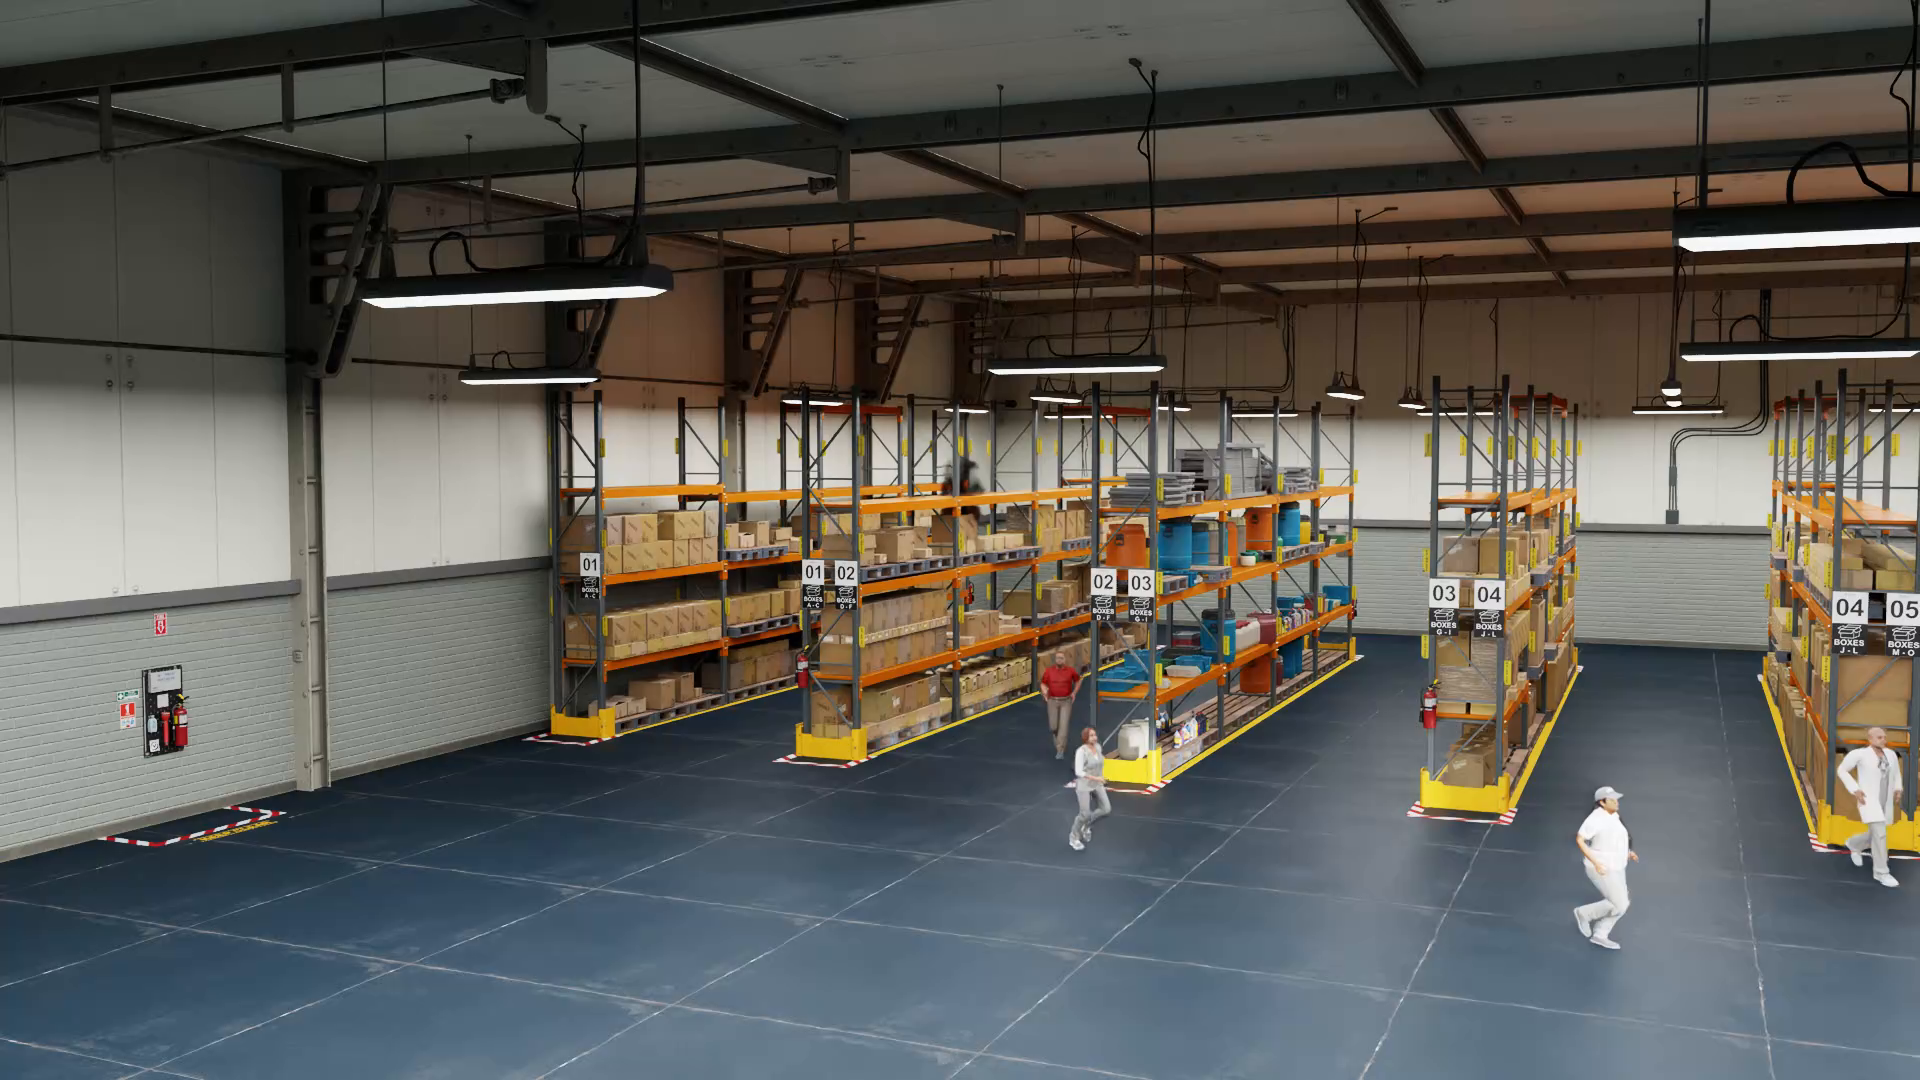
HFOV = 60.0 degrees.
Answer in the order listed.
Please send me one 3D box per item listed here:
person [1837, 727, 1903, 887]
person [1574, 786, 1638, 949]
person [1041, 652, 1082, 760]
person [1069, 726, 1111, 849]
[{"bbox_3d":[10.601,3.055,19.355,0.721,1.778,0.955,-1,3,-9],"label":"person"},{"bbox_3d":[6.481,3.276,16.639,0.607,1.624,0.547,-3,4,-45],"label":"person"},{"bbox_3d":[1.627,2.705,27.107,0.633,1.647,0.816,0,3,8],"label":"person"},{"bbox_3d":[1.641,3.081,20.630,0.565,1.553,0.684,-2,4,-36],"label":"person"}]
